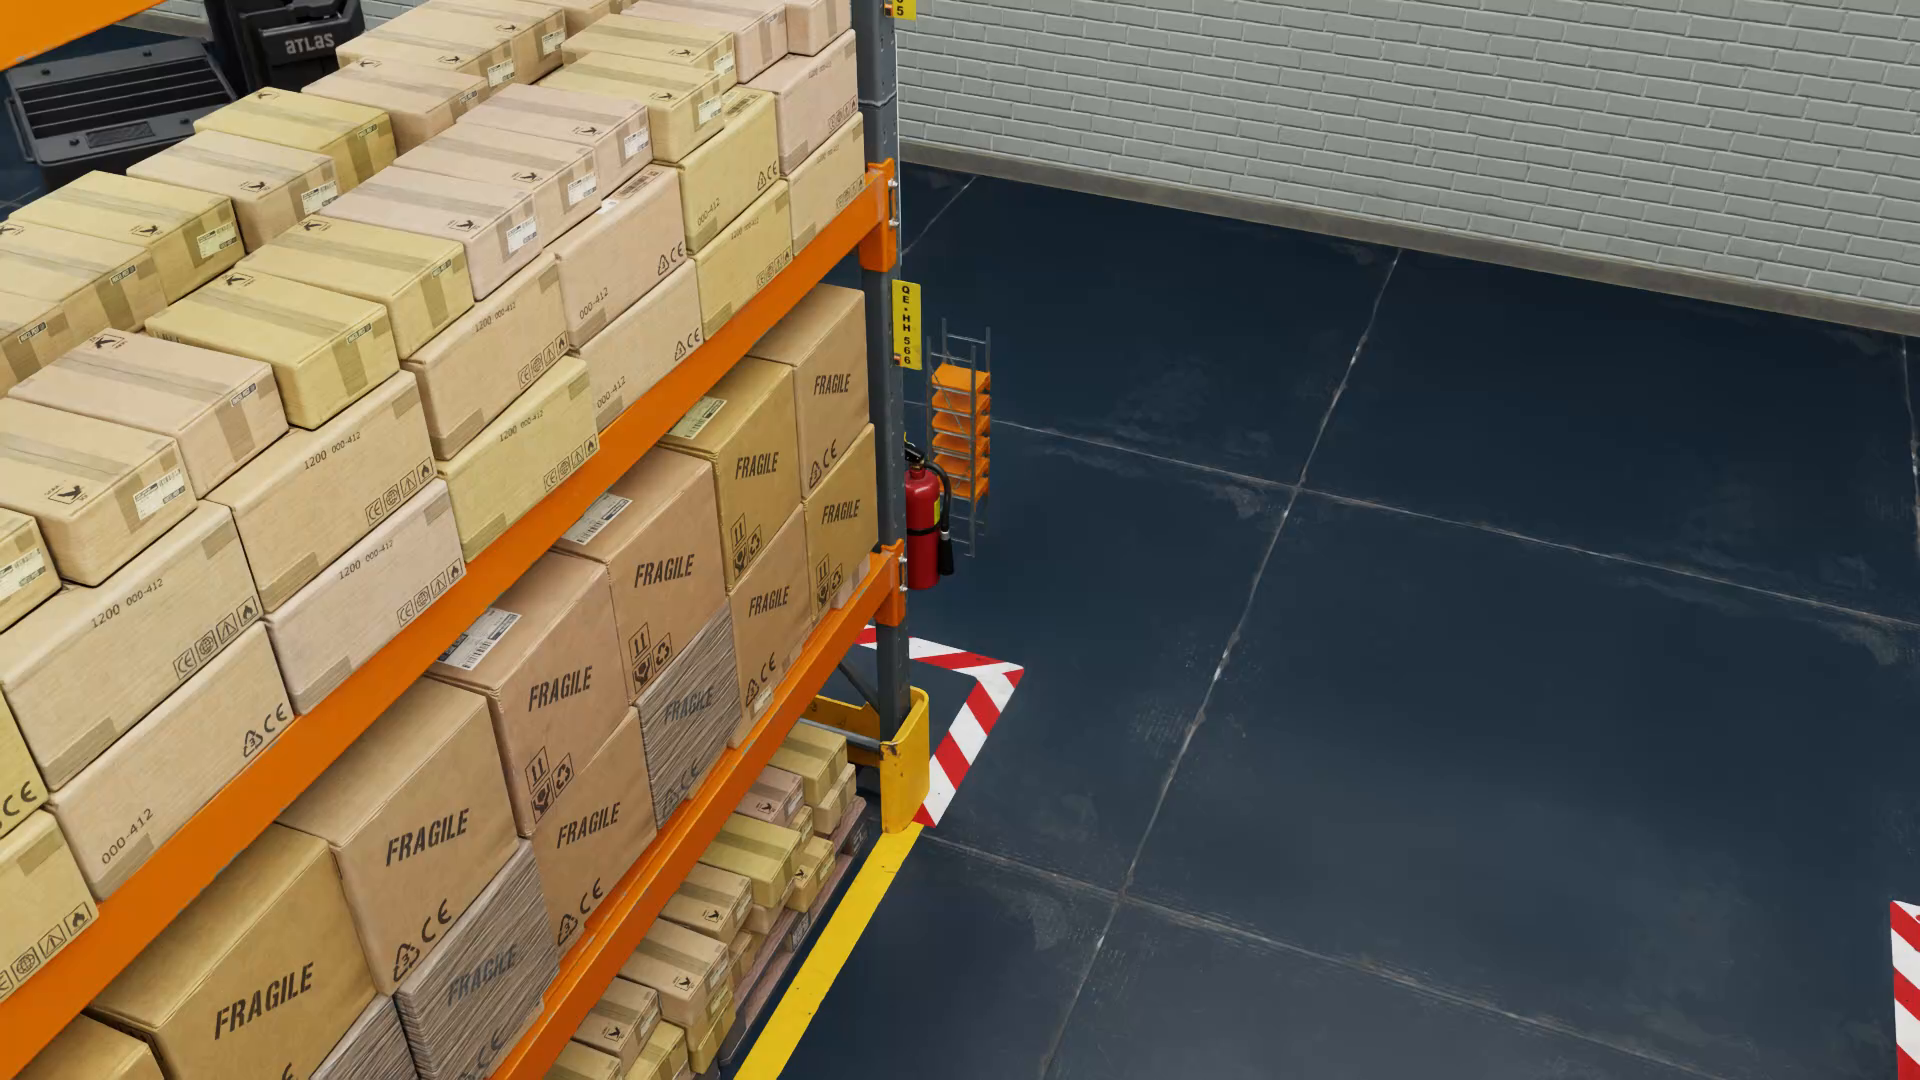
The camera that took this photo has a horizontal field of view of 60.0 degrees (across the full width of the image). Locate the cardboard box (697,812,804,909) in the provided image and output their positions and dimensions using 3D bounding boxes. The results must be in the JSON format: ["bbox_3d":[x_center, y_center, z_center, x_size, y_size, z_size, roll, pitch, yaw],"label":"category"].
[{"bbox_3d":[-0.780,1.118,5.884,0.380,0.149,0.250,13,39,17],"label":"cardboard box"}]

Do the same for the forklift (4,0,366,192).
[{"bbox_3d":[-3.197,-0.941,7.162,3.031,2.935,1.130,-20,41,-24],"label":"forklift"}]

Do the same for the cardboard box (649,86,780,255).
[{"bbox_3d":[-0.817,-1.012,4.402,0.500,0.250,0.500,13,39,17],"label":"cardboard box"}]

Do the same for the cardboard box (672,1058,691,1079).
[{"bbox_3d":[-1.119,1.780,5.495,0.380,0.149,0.250,15,39,19],"label":"cardboard box"}]

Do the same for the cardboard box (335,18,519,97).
[{"bbox_3d":[-1.395,-1.235,4.368,0.380,0.149,0.250,14,39,18],"label":"cardboard box"}]

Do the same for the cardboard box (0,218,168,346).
[{"bbox_3d":[-1.871,-0.511,3.398,0.380,0.149,0.250,14,39,17],"label":"cardboard box"}]

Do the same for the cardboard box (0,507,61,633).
[{"bbox_3d":[-1.693,0.046,2.654,0.380,0.149,0.250,13,39,17],"label":"cardboard box"}]

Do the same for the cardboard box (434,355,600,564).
[{"bbox_3d":[-1.184,-0.241,3.789,0.500,0.250,0.500,16,40,20],"label":"cardboard box"}]

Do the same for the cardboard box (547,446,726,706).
[{"bbox_3d":[-1.010,0.054,4.606,0.500,0.500,0.500,16,40,20],"label":"cardboard box"}]

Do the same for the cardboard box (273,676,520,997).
[{"bbox_3d":[-1.405,0.632,3.834,0.500,0.500,0.500,14,39,18],"label":"cardboard box"}]

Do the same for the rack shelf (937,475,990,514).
[{"bbox_3d":[-0.005,-0.245,8.152,0.258,0.103,0.180,14,39,18],"label":"rack shelf"}]

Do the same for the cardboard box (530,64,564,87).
[{"bbox_3d":[-1.288,-1.135,4.567,0.500,0.250,0.500,13,39,17],"label":"cardboard box"}]

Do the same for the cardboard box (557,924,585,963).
[{"bbox_3d":[-1.280,1.067,4.628,0.380,0.149,0.250,15,39,19],"label":"cardboard box"}]

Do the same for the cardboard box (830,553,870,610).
[{"bbox_3d":[-0.546,0.079,5.950,0.380,0.149,0.250,14,39,18],"label":"cardboard box"}]

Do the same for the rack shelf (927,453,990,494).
[{"bbox_3d":[-0.005,-0.341,8.080,0.258,0.103,0.180,14,39,18],"label":"rack shelf"}]

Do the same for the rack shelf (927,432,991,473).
[{"bbox_3d":[-0.005,-0.437,8.008,0.258,0.103,0.180,14,39,18],"label":"rack shelf"}]

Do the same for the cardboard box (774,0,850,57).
[{"bbox_3d":[-0.538,-1.517,4.745,0.380,0.149,0.250,14,39,17],"label":"cardboard box"}]

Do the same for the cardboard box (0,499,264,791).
[{"bbox_3d":[-1.606,0.120,2.888,0.500,0.250,0.500,14,39,18],"label":"cardboard box"}]

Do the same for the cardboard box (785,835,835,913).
[{"bbox_3d":[-0.695,1.212,6.256,0.380,0.149,0.250,15,39,19],"label":"cardboard box"}]

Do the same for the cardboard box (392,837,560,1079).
[{"bbox_3d":[-1.377,1.026,4.142,0.500,0.500,0.500,13,39,17],"label":"cardboard box"}]

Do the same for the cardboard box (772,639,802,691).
[{"bbox_3d":[-0.757,0.350,5.587,0.380,0.149,0.250,13,39,17],"label":"cardboard box"}]

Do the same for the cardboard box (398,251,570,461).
[{"bbox_3d":[-1.217,-0.452,3.653,0.500,0.250,0.500,12,38,16],"label":"cardboard box"}]

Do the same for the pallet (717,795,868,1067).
[{"bbox_3d":[-1.054,1.334,6.390,1.003,0.211,1.213,14,39,18],"label":"pallet"}]

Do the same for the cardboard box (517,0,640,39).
[{"bbox_3d":[-1.131,-1.503,4.727,0.380,0.149,0.250,15,39,20],"label":"cardboard box"}]

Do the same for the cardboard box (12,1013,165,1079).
[{"bbox_3d":[-1.808,1.194,3.081,0.500,0.500,0.500,15,39,19],"label":"cardboard box"}]

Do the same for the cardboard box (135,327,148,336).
[{"bbox_3d":[-1.862,-0.282,3.426,0.500,0.250,0.500,15,39,20],"label":"cardboard box"}]

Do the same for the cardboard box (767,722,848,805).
[{"bbox_3d":[-0.650,0.820,6.283,0.380,0.149,0.250,14,39,18],"label":"cardboard box"}]

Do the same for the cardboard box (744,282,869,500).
[{"bbox_3d":[-0.627,-0.516,5.369,0.500,0.500,0.500,13,39,17],"label":"cardboard box"}]

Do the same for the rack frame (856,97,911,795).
[{"bbox_3d":[-0.683,-0.266,6.203,1.000,3.000,0.127,14,39,18],"label":"rack frame"}]

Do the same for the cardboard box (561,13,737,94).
[{"bbox_3d":[-0.819,-1.260,4.401,0.380,0.149,0.250,13,39,16],"label":"cardboard box"}]

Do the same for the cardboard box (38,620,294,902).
[{"bbox_3d":[-1.603,0.331,3.023,0.500,0.250,0.500,13,39,17],"label":"cardboard box"}]

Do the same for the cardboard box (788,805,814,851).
[{"bbox_3d":[-0.770,1.078,6.186,0.380,0.149,0.250,13,39,17],"label":"cardboard box"}]

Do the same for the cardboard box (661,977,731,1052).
[{"bbox_3d":[-1.001,1.523,5.590,0.380,0.149,0.250,14,39,18],"label":"cardboard box"}]

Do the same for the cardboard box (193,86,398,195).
[{"bbox_3d":[-1.583,-0.944,3.978,0.380,0.149,0.250,15,39,19],"label":"cardboard box"}]

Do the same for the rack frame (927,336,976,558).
[{"bbox_3d":[-0.040,-0.422,7.914,0.240,1.200,0.006,14,39,18],"label":"rack frame"}]

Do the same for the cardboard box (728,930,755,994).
[{"bbox_3d":[-0.957,1.478,5.899,0.380,0.149,0.250,14,39,18],"label":"cardboard box"}]

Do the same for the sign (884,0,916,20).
[{"bbox_3d":[-0.178,-1.685,4.856,0.100,0.325,0.005,14,39,18],"label":"sign"}]

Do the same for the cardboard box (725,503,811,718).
[{"bbox_3d":[-0.817,0.166,5.292,0.500,0.500,0.500,13,39,17],"label":"cardboard box"}]

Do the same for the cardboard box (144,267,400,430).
[{"bbox_3d":[-1.326,-0.376,3.218,0.380,0.149,0.250,16,40,20],"label":"cardboard box"}]

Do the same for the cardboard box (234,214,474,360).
[{"bbox_3d":[-1.239,-0.524,3.416,0.380,0.149,0.250,13,39,16],"label":"cardboard box"}]

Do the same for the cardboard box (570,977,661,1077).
[{"bbox_3d":[-1.191,1.529,5.334,0.380,0.149,0.250,13,39,16],"label":"cardboard box"}]

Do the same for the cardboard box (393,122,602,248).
[{"bbox_3d":[-1.055,-0.815,3.806,0.380,0.149,0.250,15,39,19],"label":"cardboard box"}]

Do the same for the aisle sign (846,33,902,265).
[{"bbox_3d":[-0.378,-1.280,5.387,0.394,0.787,0.004,14,39,18],"label":"aisle sign"}]

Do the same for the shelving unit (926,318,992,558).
[{"bbox_3d":[-0.005,-0.473,7.982,0.258,1.200,0.189,14,39,18],"label":"shelving unit"}]

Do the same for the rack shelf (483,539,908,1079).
[{"bbox_3d":[-1.444,1.129,4.937,1.077,0.370,4.000,14,39,18],"label":"rack shelf"}]

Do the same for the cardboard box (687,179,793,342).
[{"bbox_3d":[-0.799,-0.812,4.552,0.500,0.250,0.500,14,39,18],"label":"cardboard box"}]
